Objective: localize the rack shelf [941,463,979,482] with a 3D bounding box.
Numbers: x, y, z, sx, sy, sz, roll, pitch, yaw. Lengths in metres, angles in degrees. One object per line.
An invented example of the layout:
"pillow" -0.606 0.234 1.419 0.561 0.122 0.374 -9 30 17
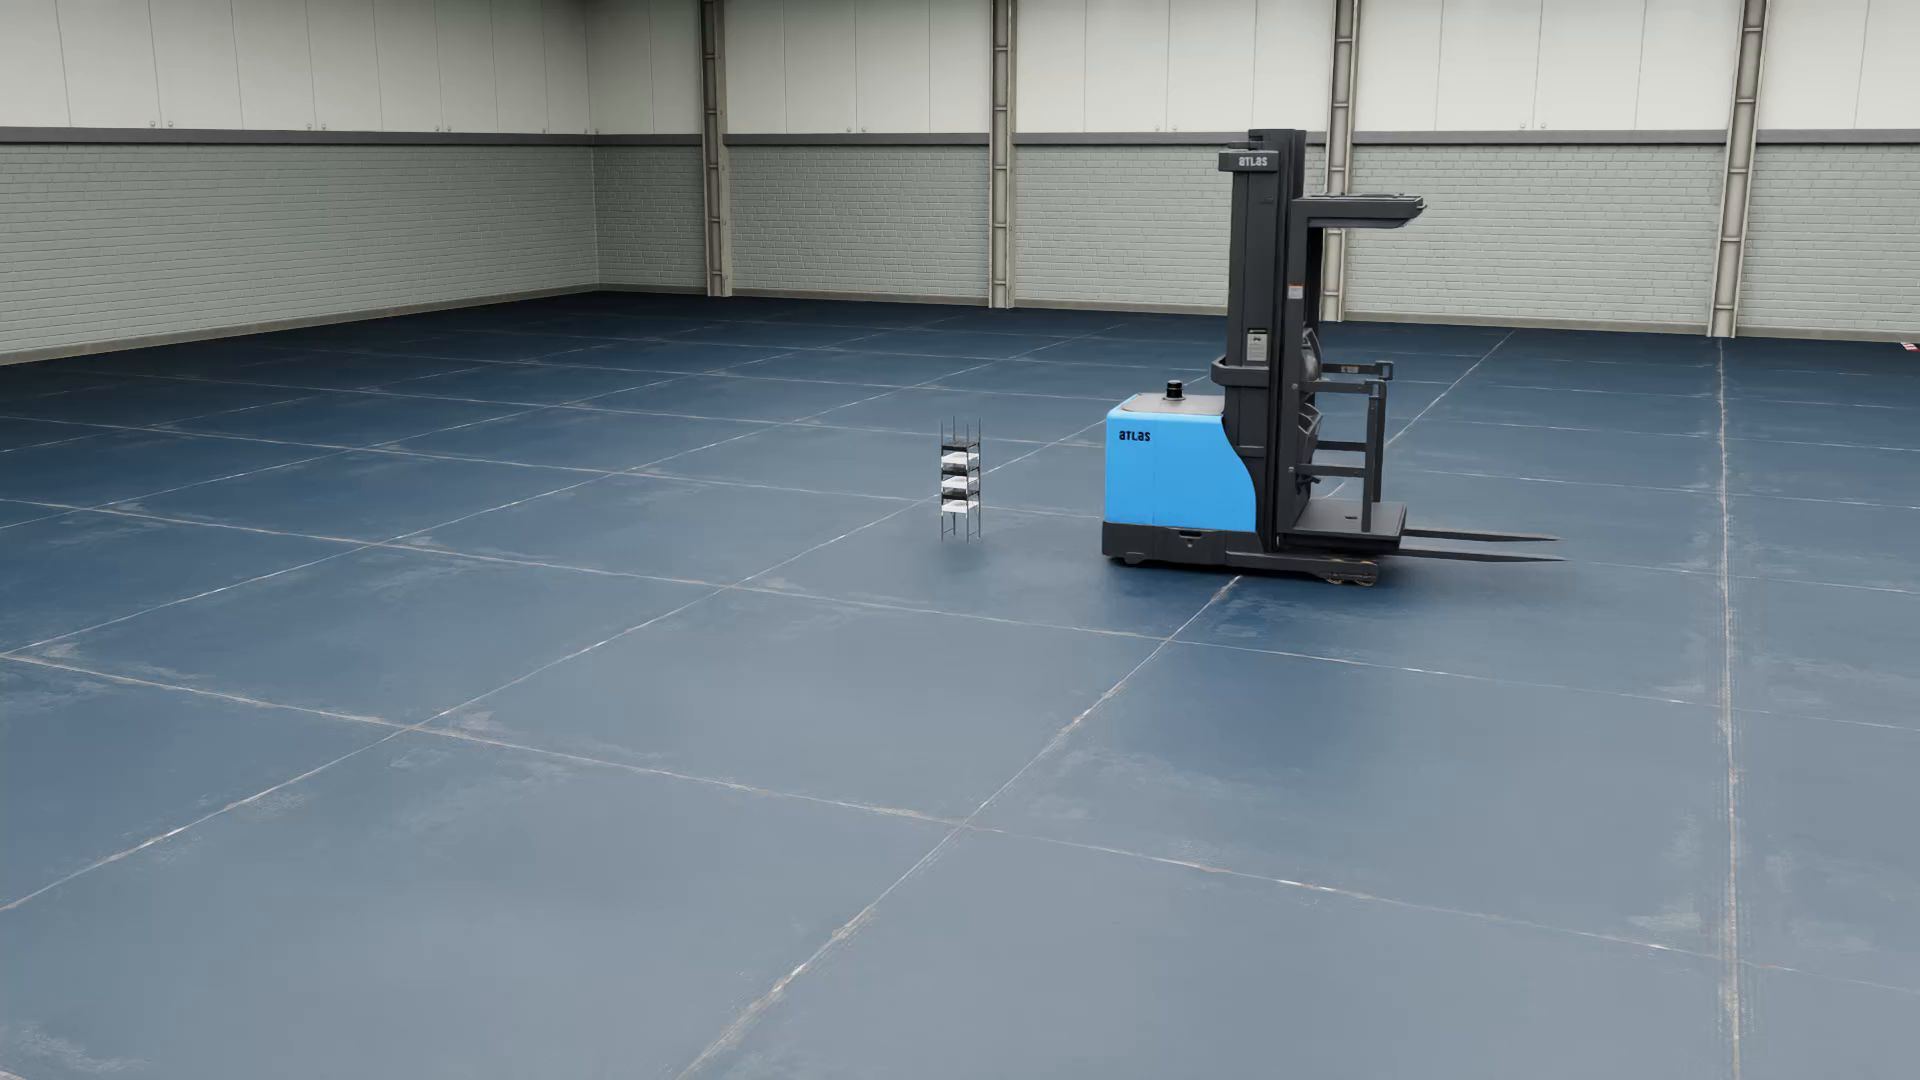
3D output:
"rack shelf" 0.007 -0.493 12.136 0.200 0.077 0.258 6 14 23

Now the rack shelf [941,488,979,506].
"rack shelf" 0.007 -0.317 12.177 0.200 0.077 0.258 6 14 23

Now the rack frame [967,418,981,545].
"rack frame" 0.100 -0.428 12.109 0.006 0.900 0.240 6 14 23

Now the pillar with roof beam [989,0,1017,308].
"pillar with roof beam" -0.980 -7.735 25.520 0.400 9.000 9.100 6 14 23

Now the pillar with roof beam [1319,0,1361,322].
"pillar with roof beam" 4.506 -7.180 23.154 0.400 9.000 9.100 6 14 23

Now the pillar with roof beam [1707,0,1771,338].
"pillar with roof beam" 9.992 -6.625 20.788 0.400 9.000 9.100 6 14 23

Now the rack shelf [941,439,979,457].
"rack shelf" 0.007 -0.668 12.095 0.200 0.077 0.258 6 14 23

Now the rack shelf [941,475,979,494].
"rack shelf" 0.007 -0.405 12.156 0.200 0.077 0.258 6 14 23

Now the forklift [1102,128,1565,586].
"forklift" 2.560 -1.258 11.202 3.031 2.935 1.130 4 14 17

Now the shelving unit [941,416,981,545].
"shelving unit" 0.007 -0.437 12.149 0.210 0.900 0.258 6 14 23

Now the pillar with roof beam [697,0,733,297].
"pillar with roof beam" -6.466 -8.290 27.886 0.400 9.000 9.100 6 14 23

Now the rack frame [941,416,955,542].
"rack frame" -0.086 -0.447 12.189 0.006 0.900 0.240 6 14 23

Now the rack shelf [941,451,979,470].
"rack shelf" 0.007 -0.580 12.115 0.200 0.077 0.258 6 14 23

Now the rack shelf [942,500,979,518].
"rack shelf" 0.007 -0.230 12.198 0.200 0.077 0.258 6 14 23
